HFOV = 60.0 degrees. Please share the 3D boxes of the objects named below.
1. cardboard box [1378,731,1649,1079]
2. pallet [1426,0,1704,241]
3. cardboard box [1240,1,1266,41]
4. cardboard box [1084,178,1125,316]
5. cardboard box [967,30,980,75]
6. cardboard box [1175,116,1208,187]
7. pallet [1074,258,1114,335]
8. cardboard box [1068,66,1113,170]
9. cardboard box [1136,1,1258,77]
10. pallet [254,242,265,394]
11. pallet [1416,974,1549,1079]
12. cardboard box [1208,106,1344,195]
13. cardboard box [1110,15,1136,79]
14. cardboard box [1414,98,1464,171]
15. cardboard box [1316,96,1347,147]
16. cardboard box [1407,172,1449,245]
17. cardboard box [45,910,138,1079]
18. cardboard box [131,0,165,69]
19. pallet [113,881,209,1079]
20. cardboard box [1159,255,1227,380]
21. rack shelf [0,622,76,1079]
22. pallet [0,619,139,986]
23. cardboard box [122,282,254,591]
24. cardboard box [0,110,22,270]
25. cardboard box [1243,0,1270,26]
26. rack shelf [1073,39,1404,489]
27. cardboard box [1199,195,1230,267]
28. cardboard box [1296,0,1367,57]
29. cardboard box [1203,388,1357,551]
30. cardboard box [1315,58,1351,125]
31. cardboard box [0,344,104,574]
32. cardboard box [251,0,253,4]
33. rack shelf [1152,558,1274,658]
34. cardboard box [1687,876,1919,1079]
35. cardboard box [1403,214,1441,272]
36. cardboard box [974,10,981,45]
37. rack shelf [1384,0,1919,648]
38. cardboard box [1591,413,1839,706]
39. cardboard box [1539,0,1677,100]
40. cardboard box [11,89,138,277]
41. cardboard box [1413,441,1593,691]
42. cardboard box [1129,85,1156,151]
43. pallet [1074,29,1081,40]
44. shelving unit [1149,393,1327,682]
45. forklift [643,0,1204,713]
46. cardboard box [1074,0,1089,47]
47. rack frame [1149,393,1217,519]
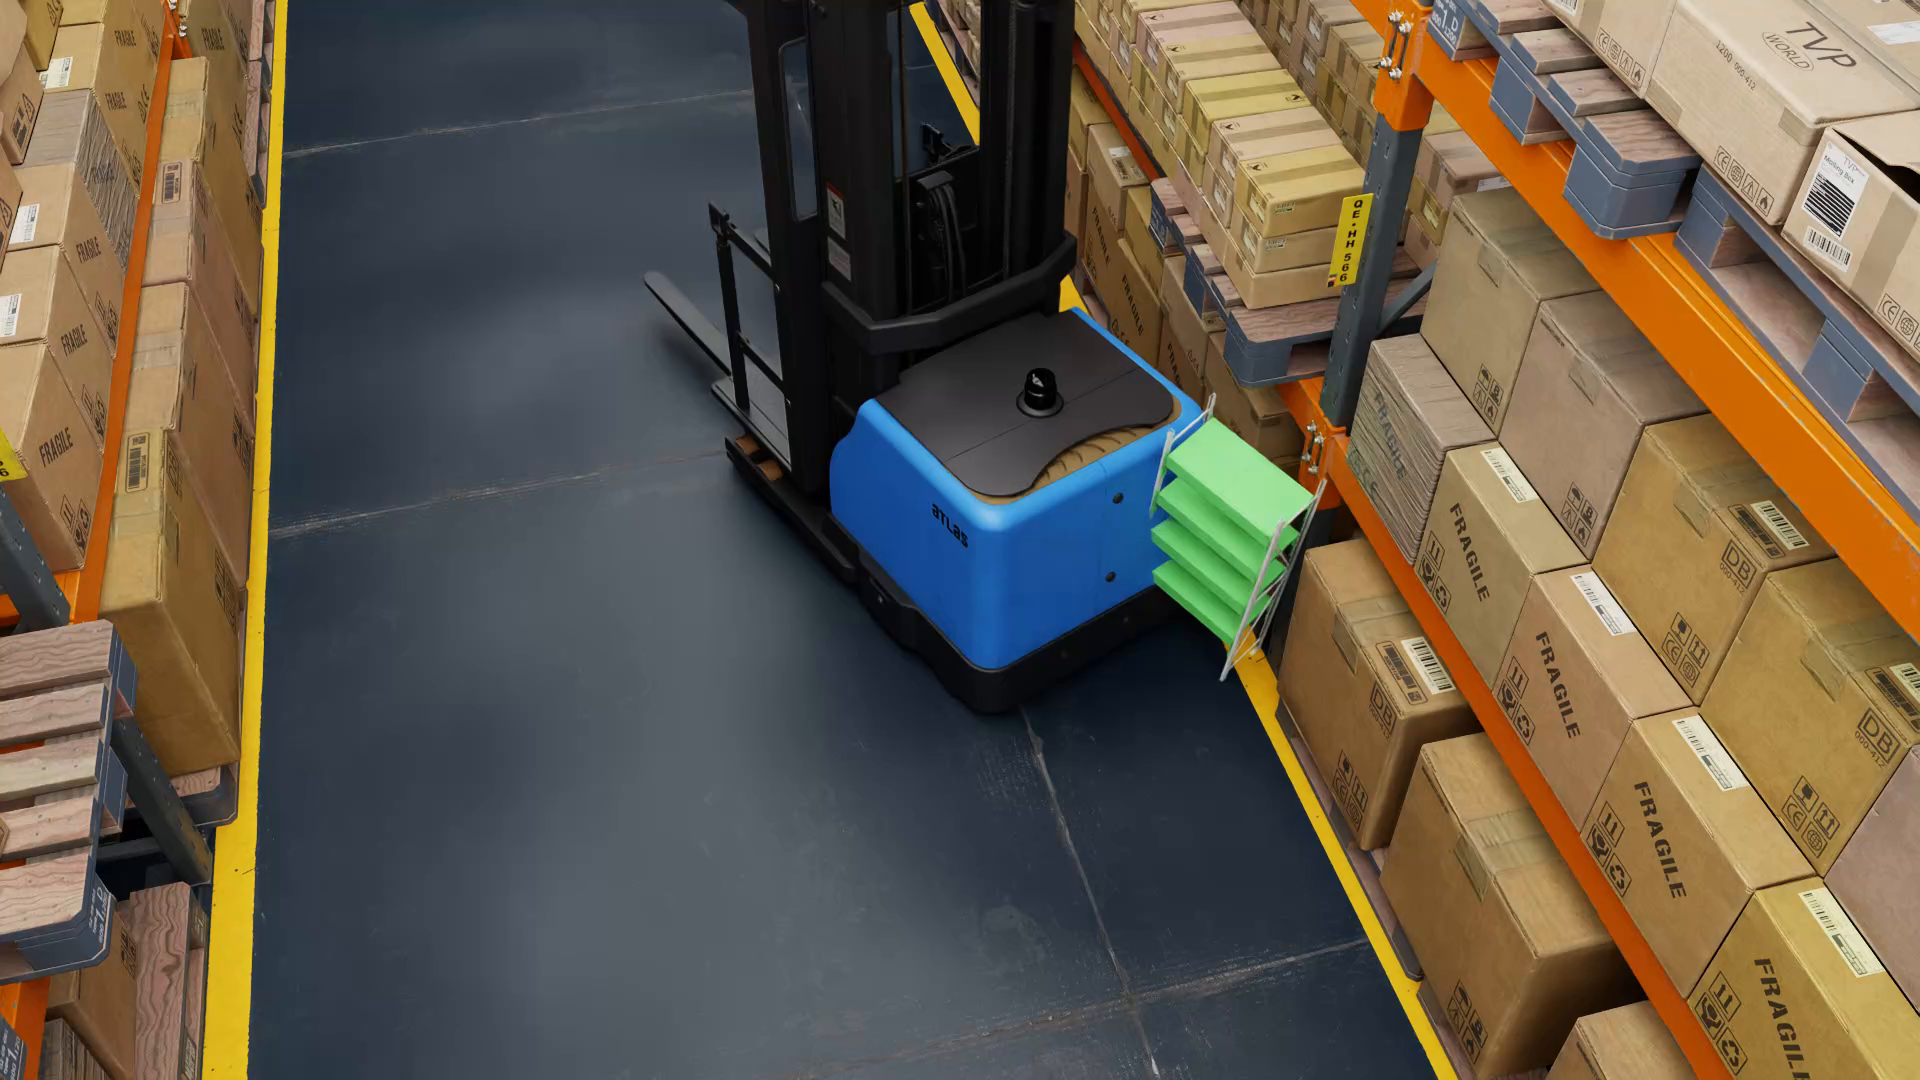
[{"bbox_3d":[2.000,1.049,5.154,1.050,0.750,0.750,-10,46,-10],"label":"cardboard box"},{"bbox_3d":[1.920,-1.181,4.090,1.213,0.211,1.003,-9,46,-8],"label":"pallet"},{"bbox_3d":[1.378,-2.132,6.871,0.380,0.149,0.250,-12,47,-12],"label":"cardboard box"},{"bbox_3d":[0.897,-1.383,7.712,0.500,0.500,0.500,-10,46,-10],"label":"cardboard box"},{"bbox_3d":[0.250,-2.751,9.299,0.380,0.149,0.250,-10,46,-10],"label":"cardboard box"},{"bbox_3d":[0.997,-1.418,5.964,0.380,0.149,0.250,-10,46,-9],"label":"cardboard box"},{"bbox_3d":[1.196,-1.036,7.868,1.003,0.211,1.213,-11,47,-10],"label":"pallet"},{"bbox_3d":[0.752,-2.002,7.794,0.500,0.250,0.500,-10,46,-9],"label":"cardboard box"},{"bbox_3d":[0.878,-1.859,6.188,0.380,0.149,0.250,-11,47,-10],"label":"cardboard box"},{"bbox_3d":[-3.870,-1.061,7.893,1.003,0.211,1.213,-11,47,-10],"label":"pallet"},{"bbox_3d":[2.142,1.743,5.145,1.003,0.211,1.213,-11,47,-10],"label":"pallet"},{"bbox_3d":[1.073,-1.327,5.667,0.380,0.149,0.250,-11,47,-11],"label":"cardboard box"},{"bbox_3d":[0.805,-1.943,6.478,0.380,0.149,0.250,-10,46,-9],"label":"cardboard box"},{"bbox_3d":[1.701,-1.439,5.776,0.380,0.149,0.250,-12,47,-11],"label":"cardboard box"},{"bbox_3d":[1.576,-1.594,6.345,0.380,0.149,0.250,-9,46,-8],"label":"cardboard box"},{"bbox_3d":[1.774,-1.165,5.716,0.380,0.149,0.250,-9,46,-9],"label":"cardboard box"},{"bbox_3d":[-2.926,1.385,4.985,0.700,0.500,0.500,-13,47,-12],"label":"cardboard box"},{"bbox_3d":[-3.757,-2.318,7.102,0.500,0.500,0.500,-11,47,-10],"label":"cardboard box"},{"bbox_3d":[-2.918,1.721,5.166,1.003,0.211,1.213,-11,47,-10],"label":"pallet"},{"bbox_3d":[1.135,-0.937,6.750,0.500,0.250,0.500,-10,46,-10],"label":"cardboard box"},{"bbox_3d":[-2.605,1.838,3.603,1.077,0.370,4.000,-11,47,-10],"label":"rack shelf"},{"bbox_3d":[-2.831,0.745,4.305,1.213,0.211,1.003,-11,47,-10],"label":"pallet"},{"bbox_3d":[-3.494,-0.295,6.383,1.225,0.875,0.875,-11,47,-10],"label":"cardboard box"},{"bbox_3d":[-3.452,-1.139,5.244,0.797,0.503,0.637,-10,46,-9],"label":"cardboard box"},{"bbox_3d":[1.370,-2.240,6.769,0.380,0.149,0.250,-9,46,-9],"label":"cardboard box"},{"bbox_3d":[1.192,-1.761,7.130,1.077,0.370,4.000,-11,47,-10],"label":"rack shelf"},{"bbox_3d":[1.071,-1.119,5.879,0.380,0.149,0.250,-11,47,-10],"label":"cardboard box"},{"bbox_3d":[1.505,-1.978,6.304,0.380,0.149,0.250,-9,46,-8],"label":"cardboard box"},{"bbox_3d":[1.283,-0.310,6.661,0.500,0.500,0.500,-11,47,-11],"label":"cardboard box"},{"bbox_3d":[1.566,-1.710,6.250,0.380,0.149,0.250,-11,47,-10],"label":"cardboard box"},{"bbox_3d":[-2.978,-0.215,5.041,0.500,0.500,0.500,-9,46,-9],"label":"cardboard box"},{"bbox_3d":[-4.691,-3.666,9.687,0.875,0.875,0.875,-11,47,-10],"label":"cardboard box"},{"bbox_3d":[0.936,0.187,6.366,0.258,0.148,0.480,-40,68,-23],"label":"rack shelf"},{"bbox_3d":[2.077,1.086,3.766,0.500,0.500,0.500,-10,46,-10],"label":"cardboard box"},{"bbox_3d":[1.784,-1.037,5.798,0.380,0.149,0.250,-11,47,-11],"label":"cardboard box"},{"bbox_3d":[0.292,-2.806,9.144,0.380,0.149,0.250,-10,46,-10],"label":"cardboard box"},{"bbox_3d":[2.216,-0.049,3.352,1.077,0.370,4.000,-11,47,-10],"label":"rack shelf"},{"bbox_3d":[2.073,-0.002,4.133,0.700,0.500,0.500,-11,47,-11],"label":"cardboard box"},{"bbox_3d":[1.676,-1.292,3.765,0.500,0.311,0.500,-11,47,-10],"label":"cardboard box"},{"bbox_3d":[-3.373,-1.269,6.074,0.500,0.500,0.500,-11,47,-10],"label":"cardboard box"},{"bbox_3d":[1.691,0.043,4.788,0.500,0.500,0.500,-11,47,-11],"label":"cardboard box"},{"bbox_3d":[0.874,-1.655,6.404,0.380,0.149,0.250,-13,47,-12],"label":"cardboard box"},{"bbox_3d":[0.735,-2.772,7.751,1.003,0.211,1.213,-11,47,-10],"label":"pallet"},{"bbox_3d":[0.946,0.029,6.106,0.258,1.200,0.503,-40,68,-23],"label":"shelving unit"},{"bbox_3d":[-0.362,-1.392,6.312,1.130,2.935,3.031,-27,51,-24],"label":"forklift"},{"bbox_3d":[0.675,-2.196,6.934,0.380,0.149,0.250,-11,47,-11],"label":"cardboard box"},{"bbox_3d":[0.774,-0.122,6.191,0.240,1.200,0.015,-40,68,-23],"label":"rack frame"}]
